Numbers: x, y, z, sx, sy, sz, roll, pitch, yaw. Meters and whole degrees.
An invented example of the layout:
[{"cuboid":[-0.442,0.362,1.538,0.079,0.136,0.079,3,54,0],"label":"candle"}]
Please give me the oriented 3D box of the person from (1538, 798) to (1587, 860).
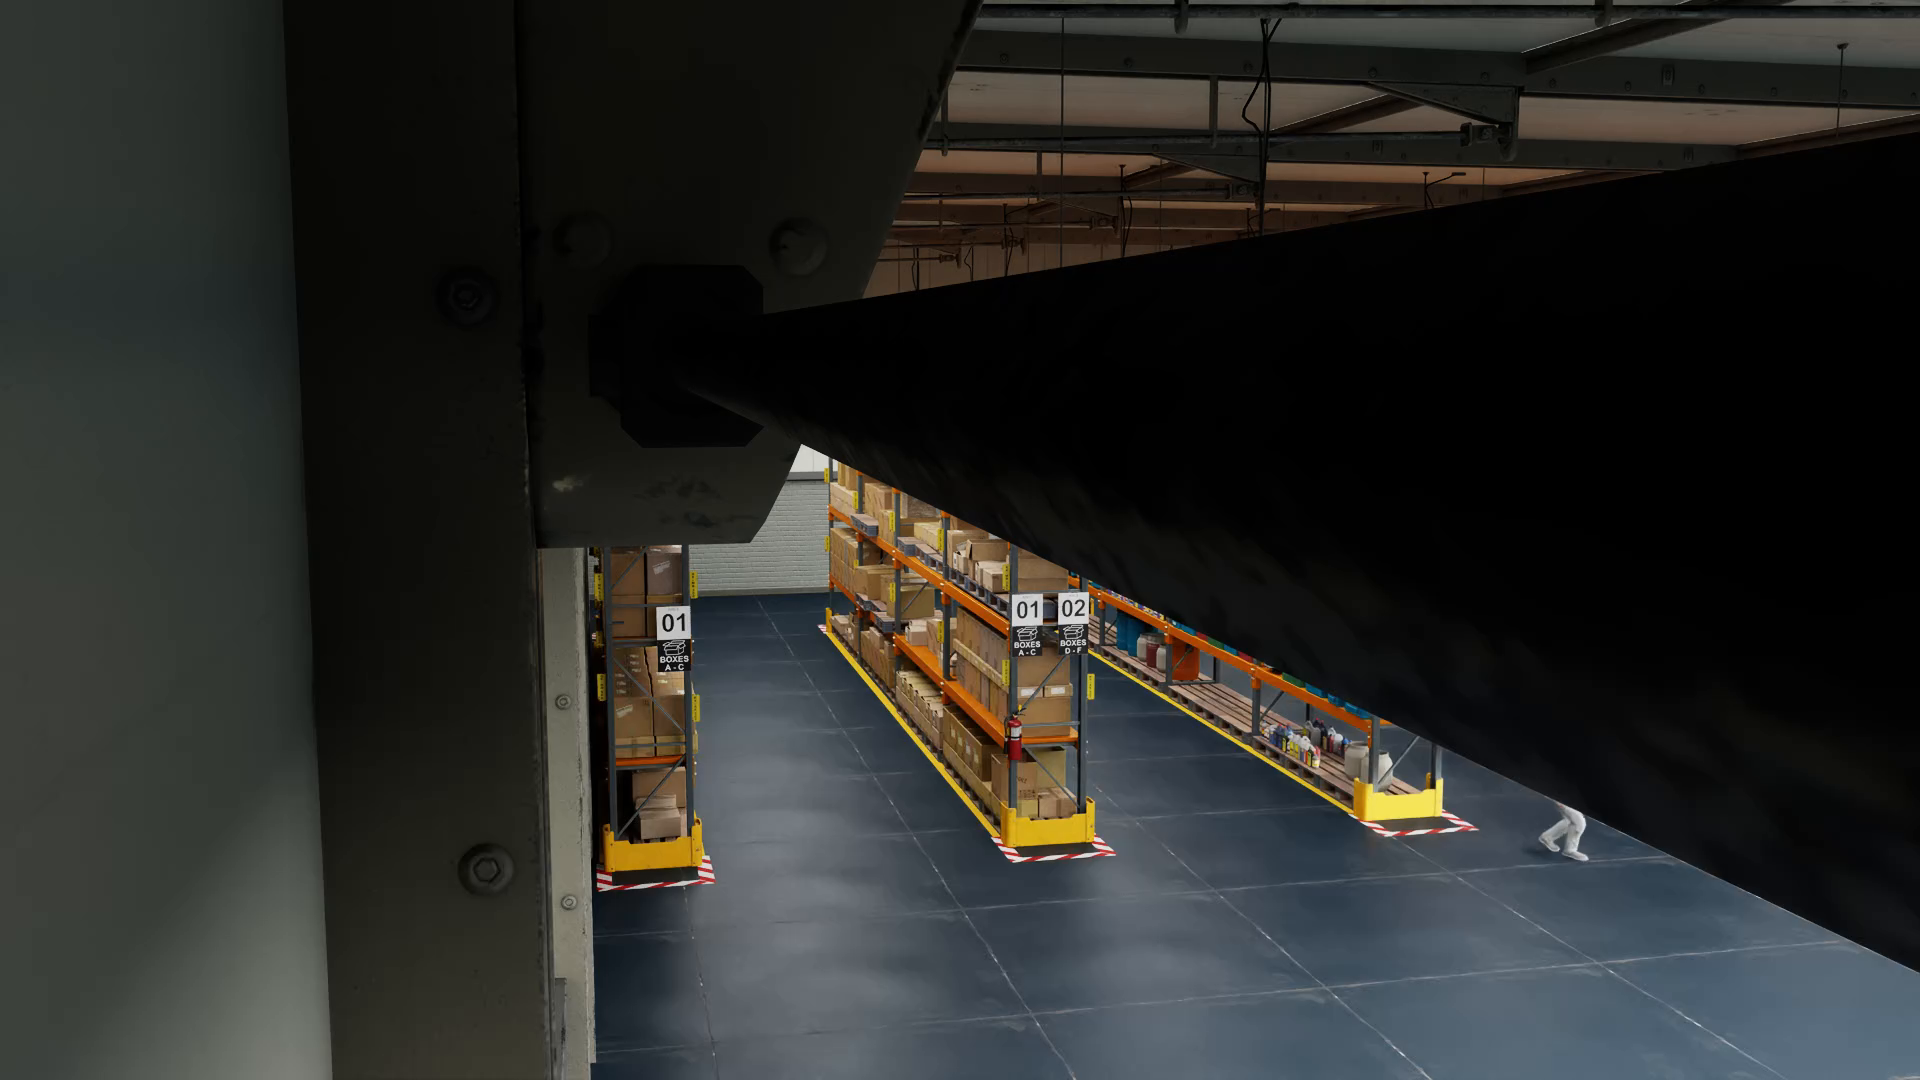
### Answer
[{"cuboid":[7.465,3.125,20.515,0.597,1.594,0.623,5,8,37],"label":"person"}]
